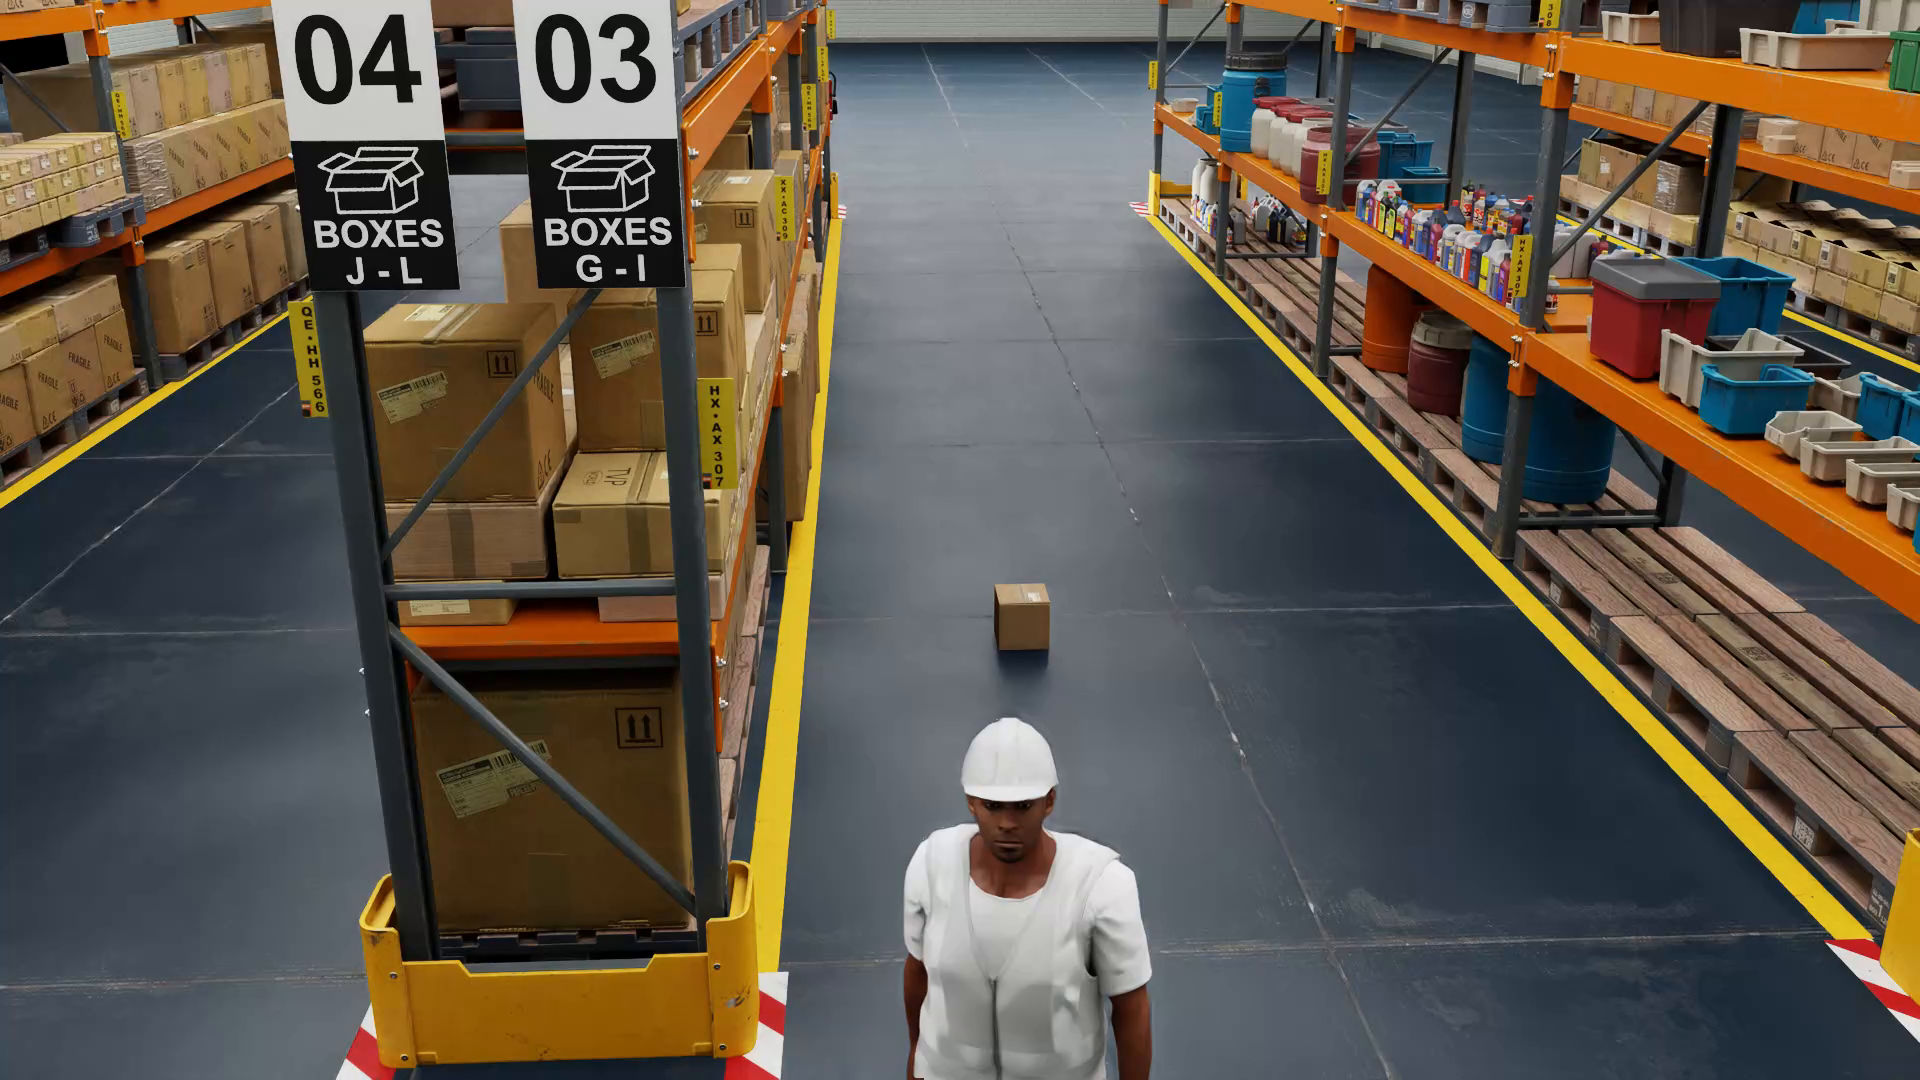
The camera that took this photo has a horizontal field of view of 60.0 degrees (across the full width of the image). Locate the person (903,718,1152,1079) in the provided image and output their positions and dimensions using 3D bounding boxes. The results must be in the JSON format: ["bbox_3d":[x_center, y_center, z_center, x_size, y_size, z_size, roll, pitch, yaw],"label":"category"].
[{"bbox_3d":[0.142,1.211,3.760,0.587,1.736,0.959,4,21,10],"label":"person"}]
